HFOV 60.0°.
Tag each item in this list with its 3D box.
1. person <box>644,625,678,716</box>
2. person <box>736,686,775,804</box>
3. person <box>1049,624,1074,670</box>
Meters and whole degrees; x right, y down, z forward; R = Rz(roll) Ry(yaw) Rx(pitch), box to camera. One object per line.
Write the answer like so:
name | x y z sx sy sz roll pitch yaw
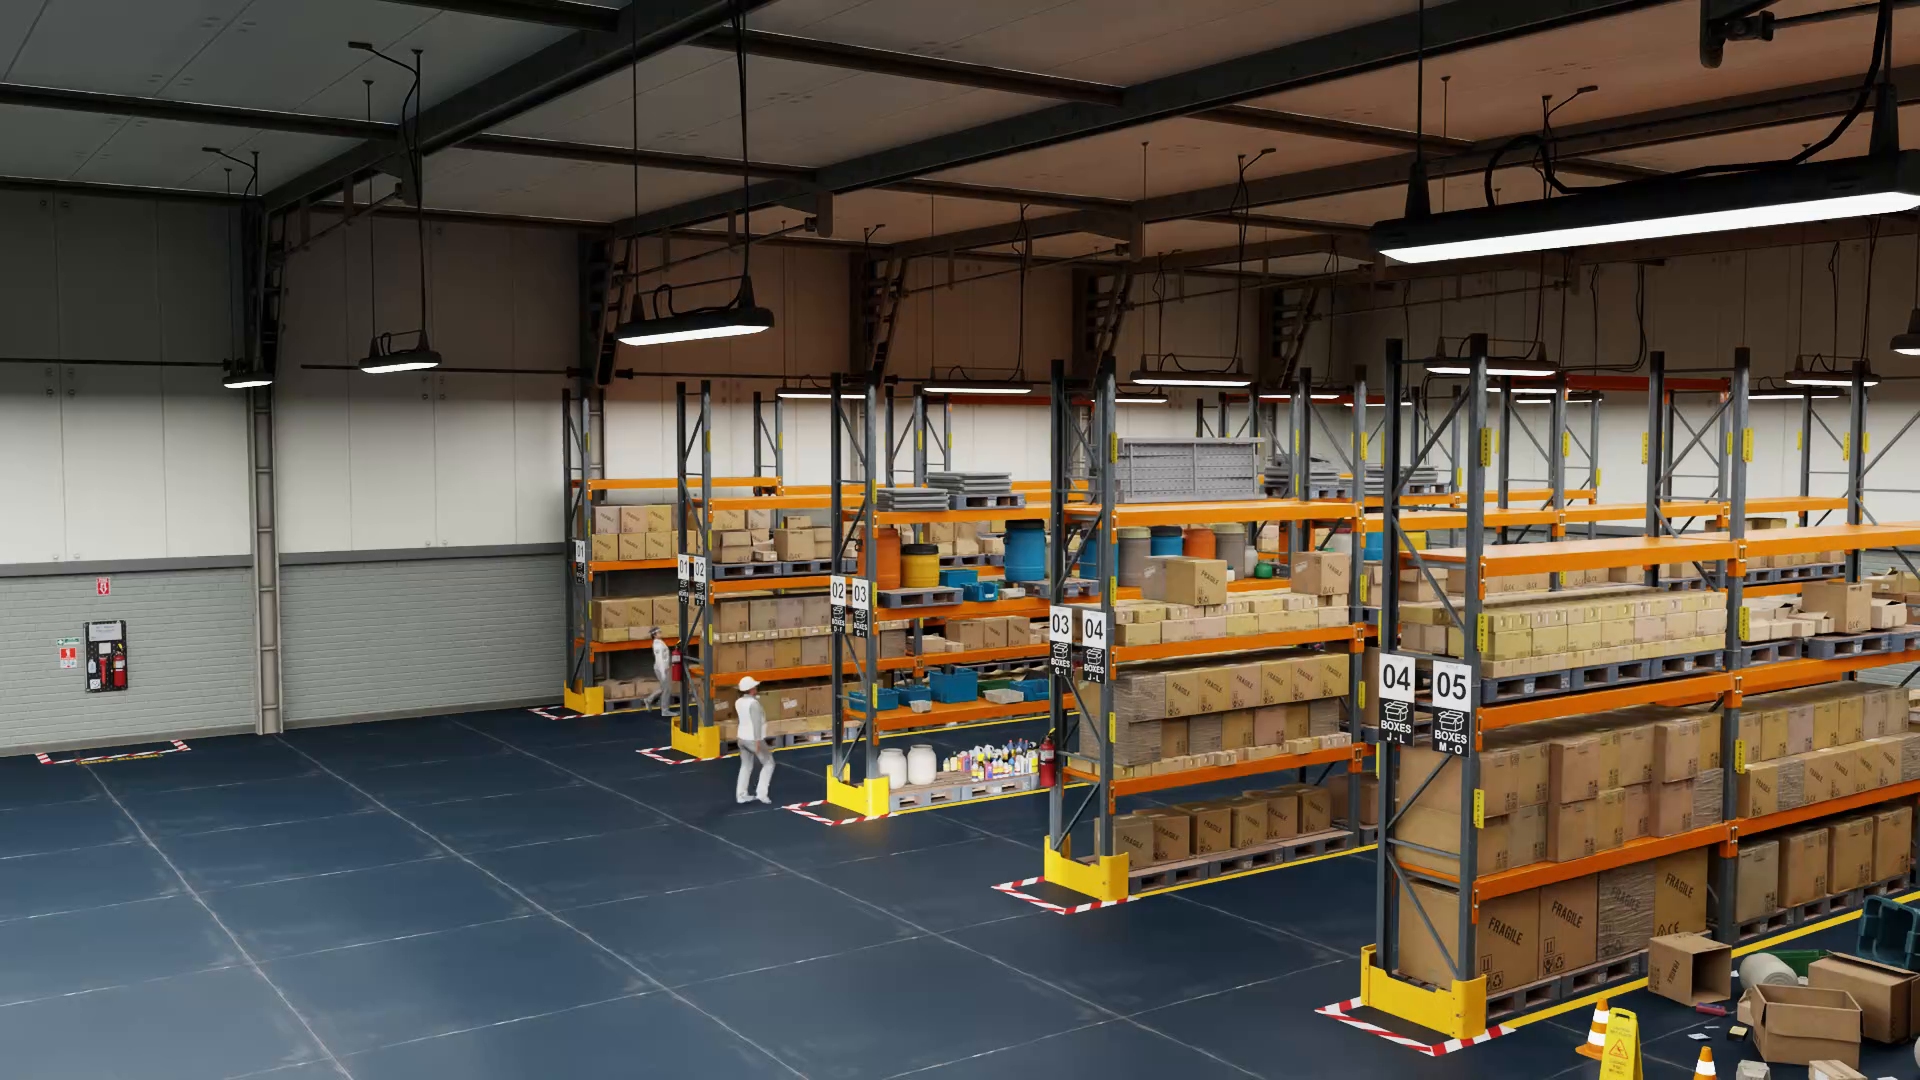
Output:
person | -5.453 2.376 30.218 0.614 1.671 0.499 0 4 -7
person | -2.875 2.831 23.191 0.517 1.767 0.560 -3 5 -38
person | 2.131 2.063 35.173 1.033 1.670 0.554 -3 5 -42
